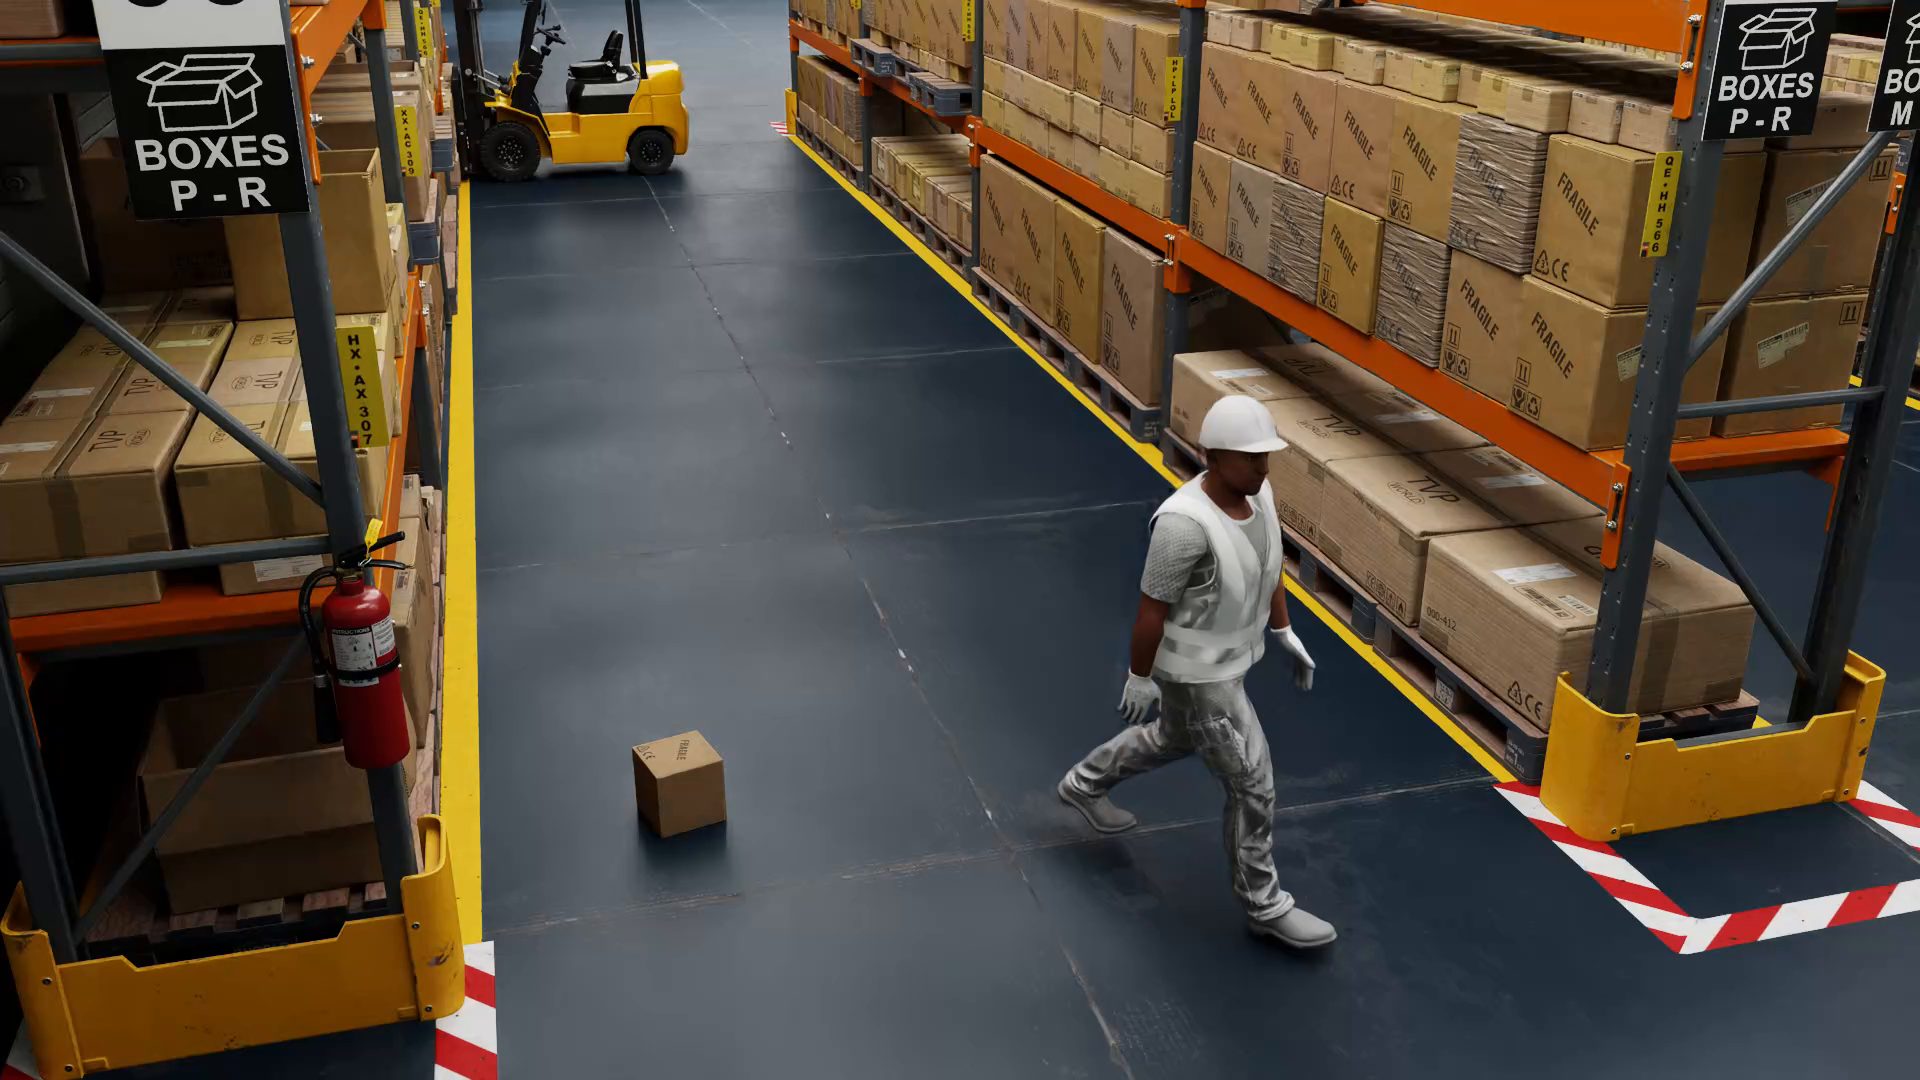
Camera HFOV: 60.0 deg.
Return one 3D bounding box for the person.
[{"bbox_3d":[0.758,0.361,5.214,1.095,1.735,0.560,14,26,29],"label":"person"}]
